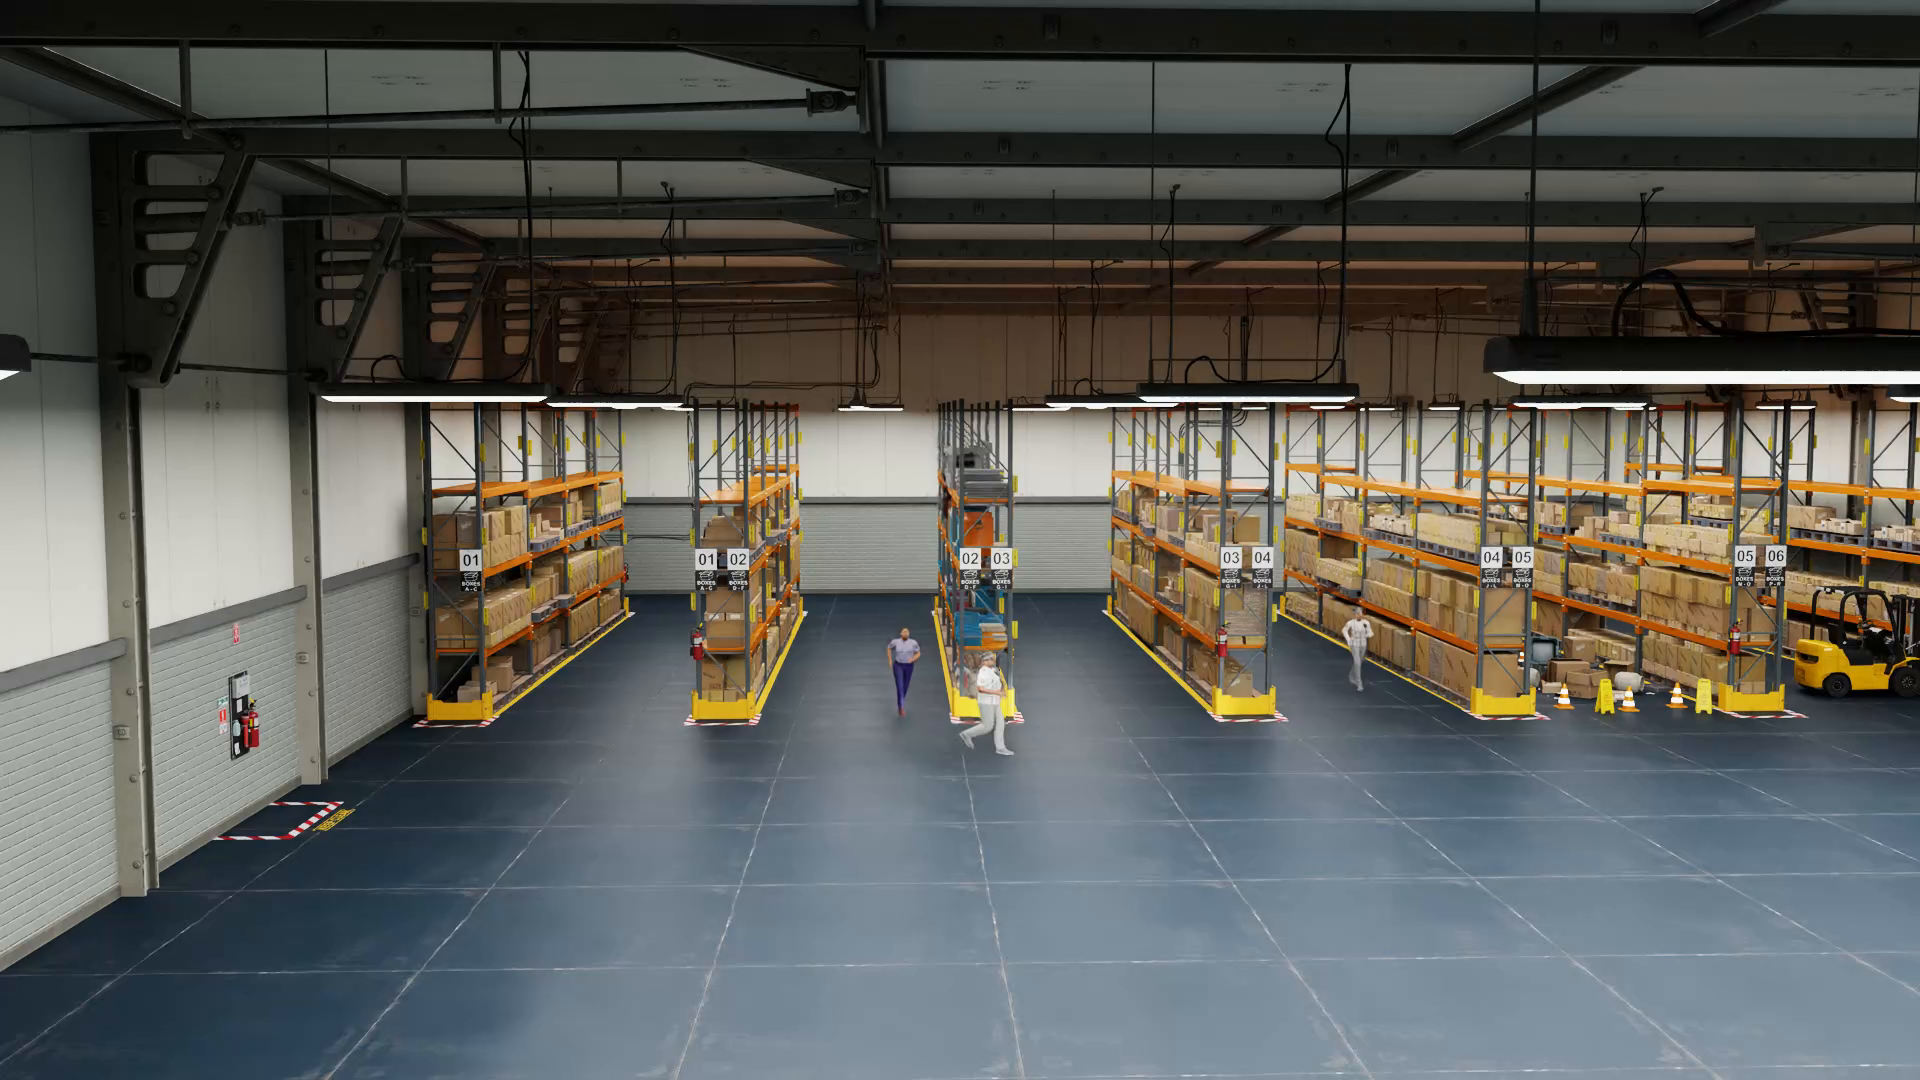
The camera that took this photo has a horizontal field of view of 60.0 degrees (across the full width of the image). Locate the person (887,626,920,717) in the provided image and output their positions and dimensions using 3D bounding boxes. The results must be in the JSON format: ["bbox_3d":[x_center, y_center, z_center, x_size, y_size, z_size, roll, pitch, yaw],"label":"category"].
[{"bbox_3d":[-1.066,2.497,31.845,0.586,1.663,0.867,-1,5,-16],"label":"person"}]

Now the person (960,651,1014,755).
[{"bbox_3d":[0.469,2.723,27.855,0.923,1.767,0.663,1,5,18],"label":"person"}]

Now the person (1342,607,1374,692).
[{"bbox_3d":[8.321,2.246,34.674,0.592,1.732,0.834,-1,4,-7],"label":"person"}]
